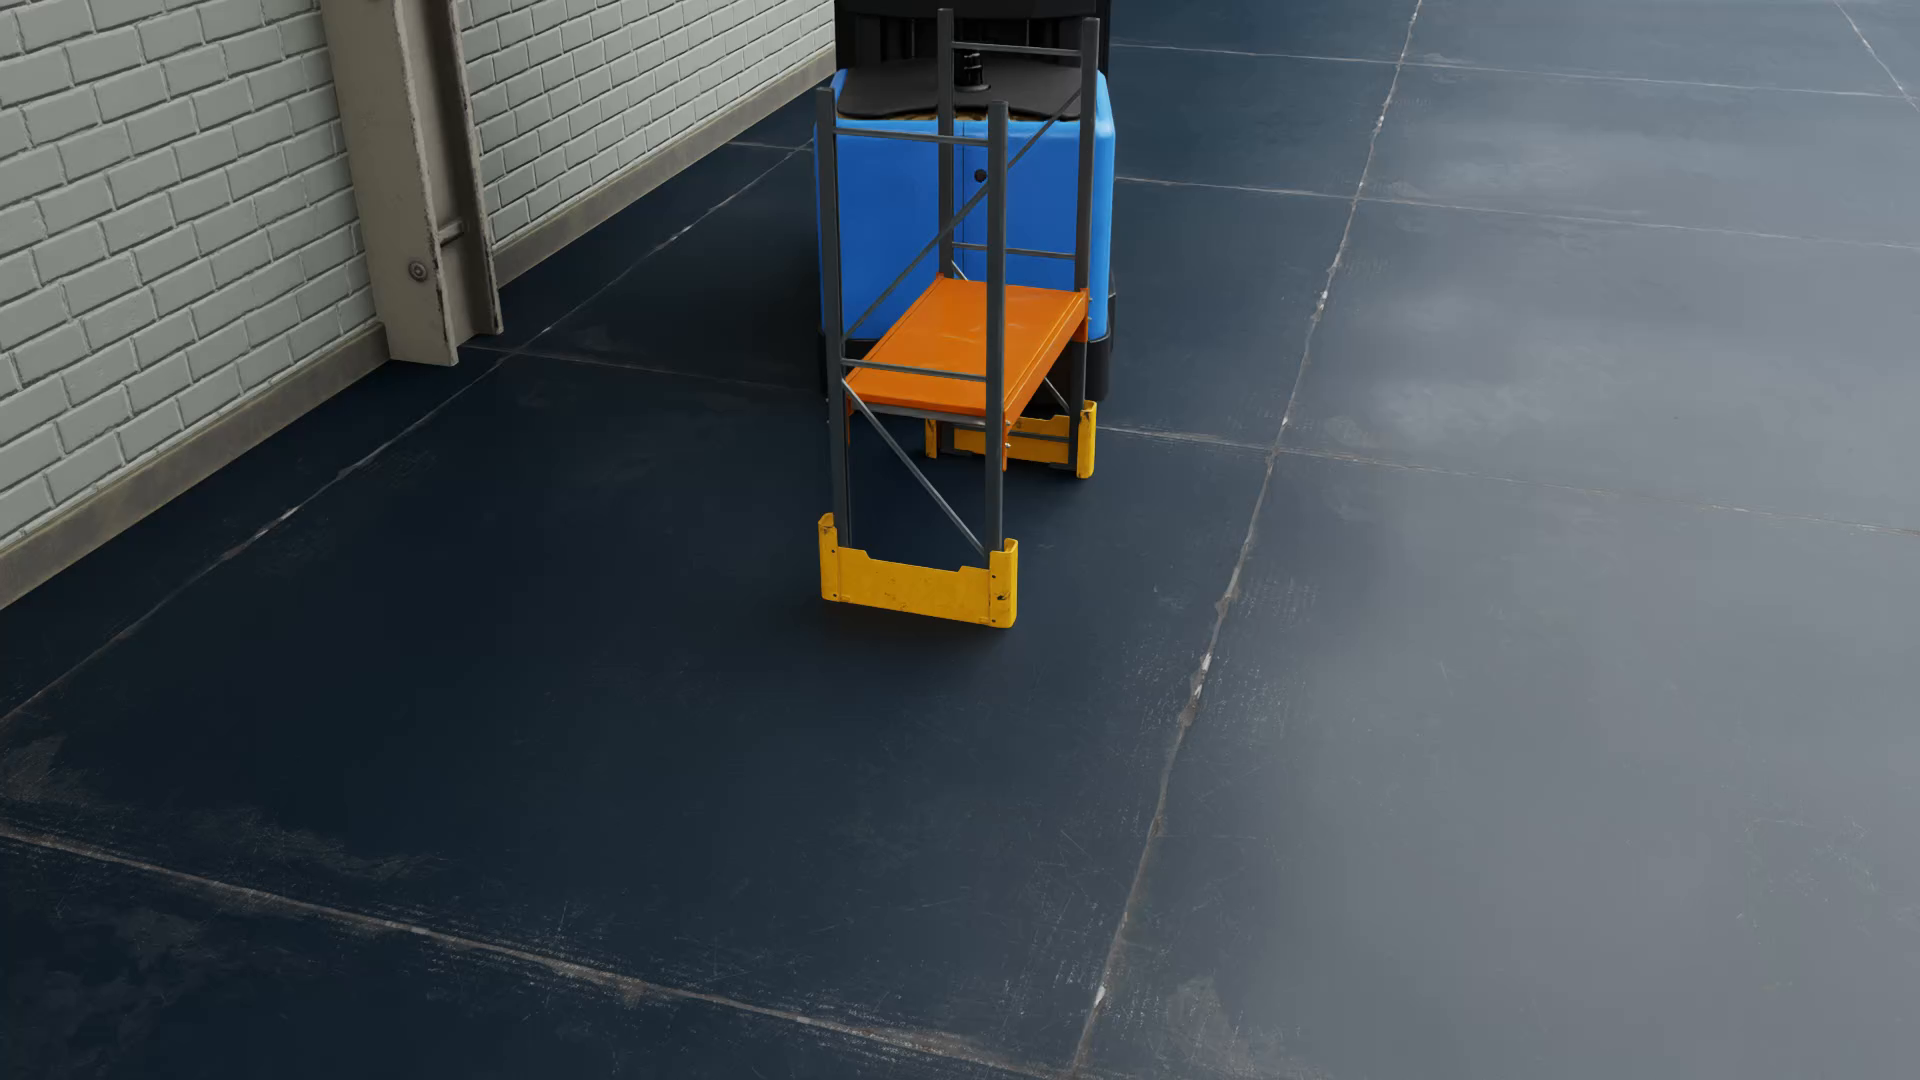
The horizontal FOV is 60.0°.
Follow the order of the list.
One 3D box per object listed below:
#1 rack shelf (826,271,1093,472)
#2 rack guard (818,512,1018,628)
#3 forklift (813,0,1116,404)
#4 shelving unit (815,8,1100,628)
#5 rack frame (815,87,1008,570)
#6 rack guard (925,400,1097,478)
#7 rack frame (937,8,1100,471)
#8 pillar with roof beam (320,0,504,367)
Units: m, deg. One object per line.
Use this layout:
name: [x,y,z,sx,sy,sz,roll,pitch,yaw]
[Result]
rack shelf: [0.025,-0.538,5.044,0.538,0.185,1.000,8,30,15]
rack guard: [-0.124,0.087,4.837,0.587,0.250,0.087,8,30,15]
forklift: [0.057,-2.446,6.632,1.130,2.935,3.031,1,29,2]
shelving unit: [0.022,-0.691,4.949,0.587,1.500,1.083,8,30,15]
rack frame: [-0.124,-0.459,4.532,0.500,1.500,0.032,8,30,15]
rack guard: [0.169,-0.376,5.669,0.587,0.250,0.087,8,30,15]
rack frame: [0.174,-0.931,5.381,0.500,1.500,0.032,8,30,15]
pillar with roof beam: [2.051,-4.106,3.374,9.100,9.000,0.400,8,30,15]
